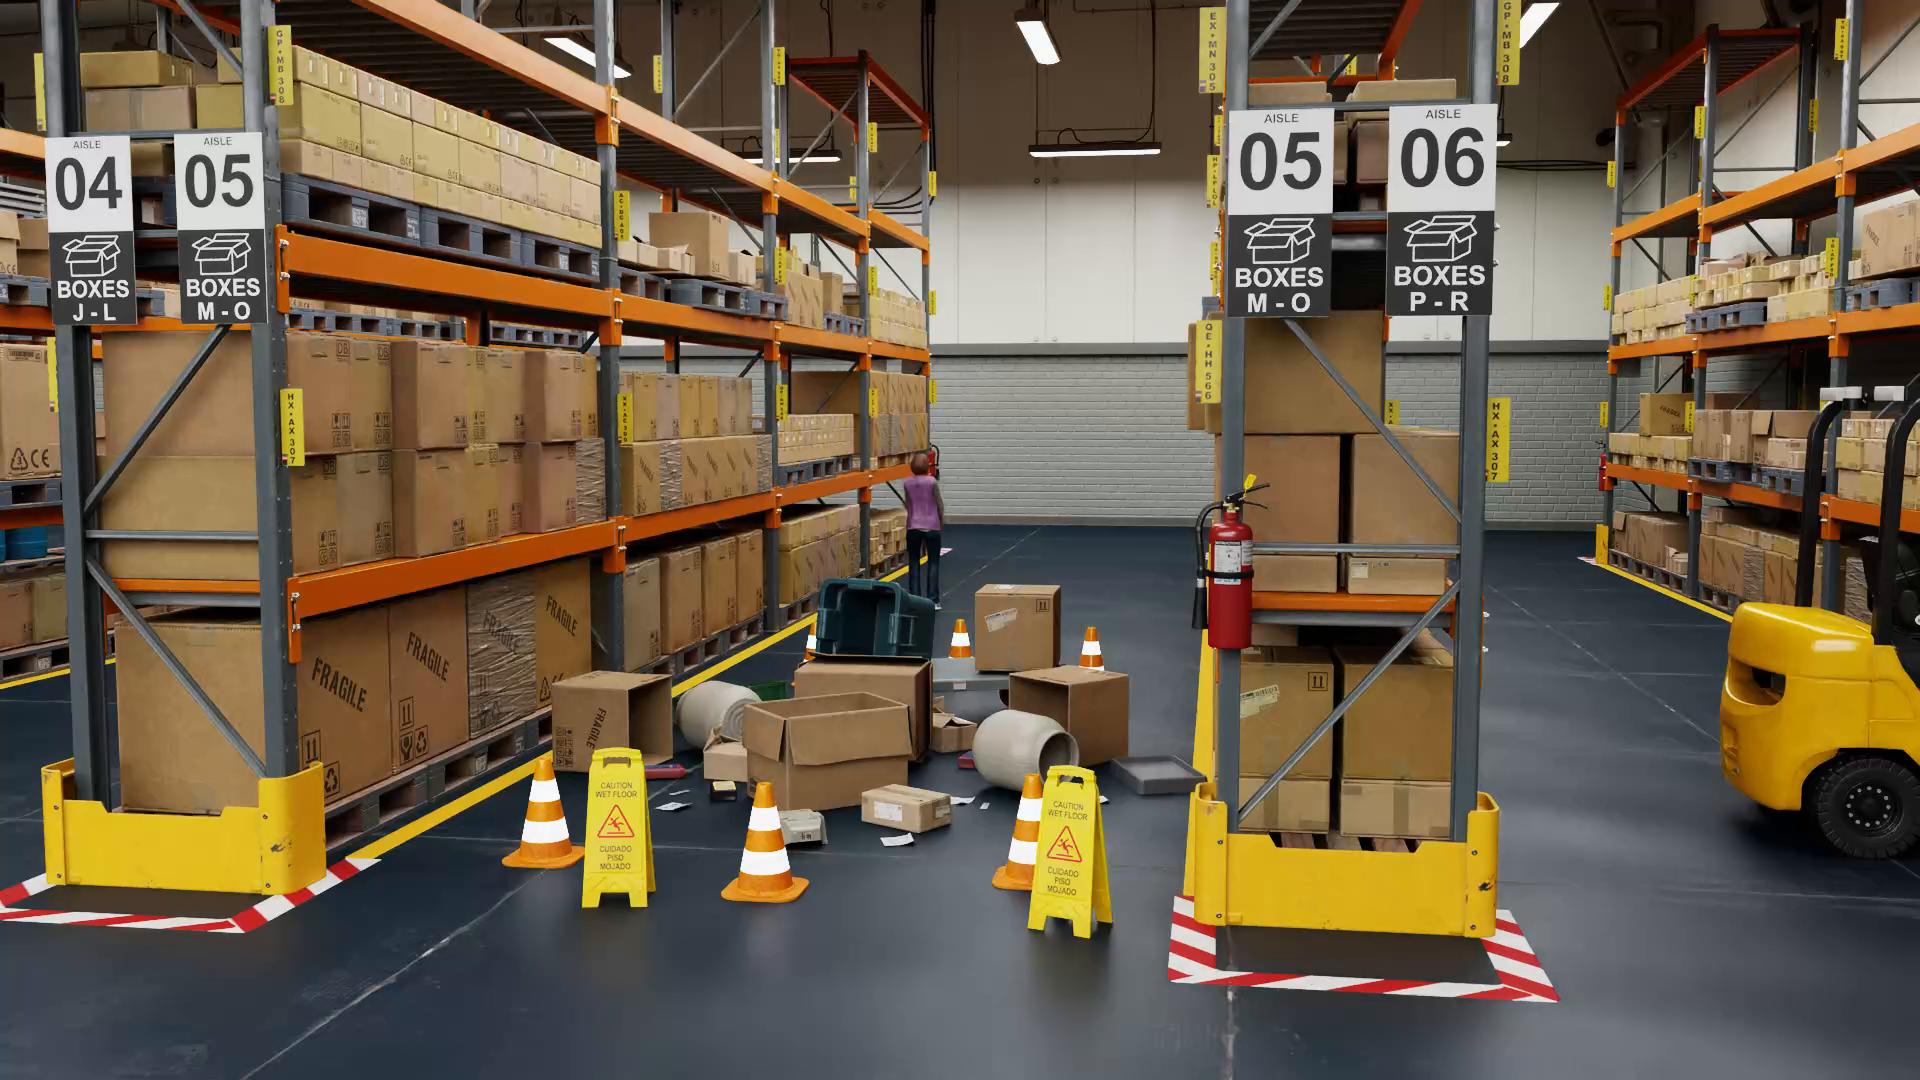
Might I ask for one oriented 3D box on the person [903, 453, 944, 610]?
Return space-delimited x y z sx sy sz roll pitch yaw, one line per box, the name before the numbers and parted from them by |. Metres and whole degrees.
person | -0.358 -0.090 16.765 0.404 1.590 0.497 1 5 10
